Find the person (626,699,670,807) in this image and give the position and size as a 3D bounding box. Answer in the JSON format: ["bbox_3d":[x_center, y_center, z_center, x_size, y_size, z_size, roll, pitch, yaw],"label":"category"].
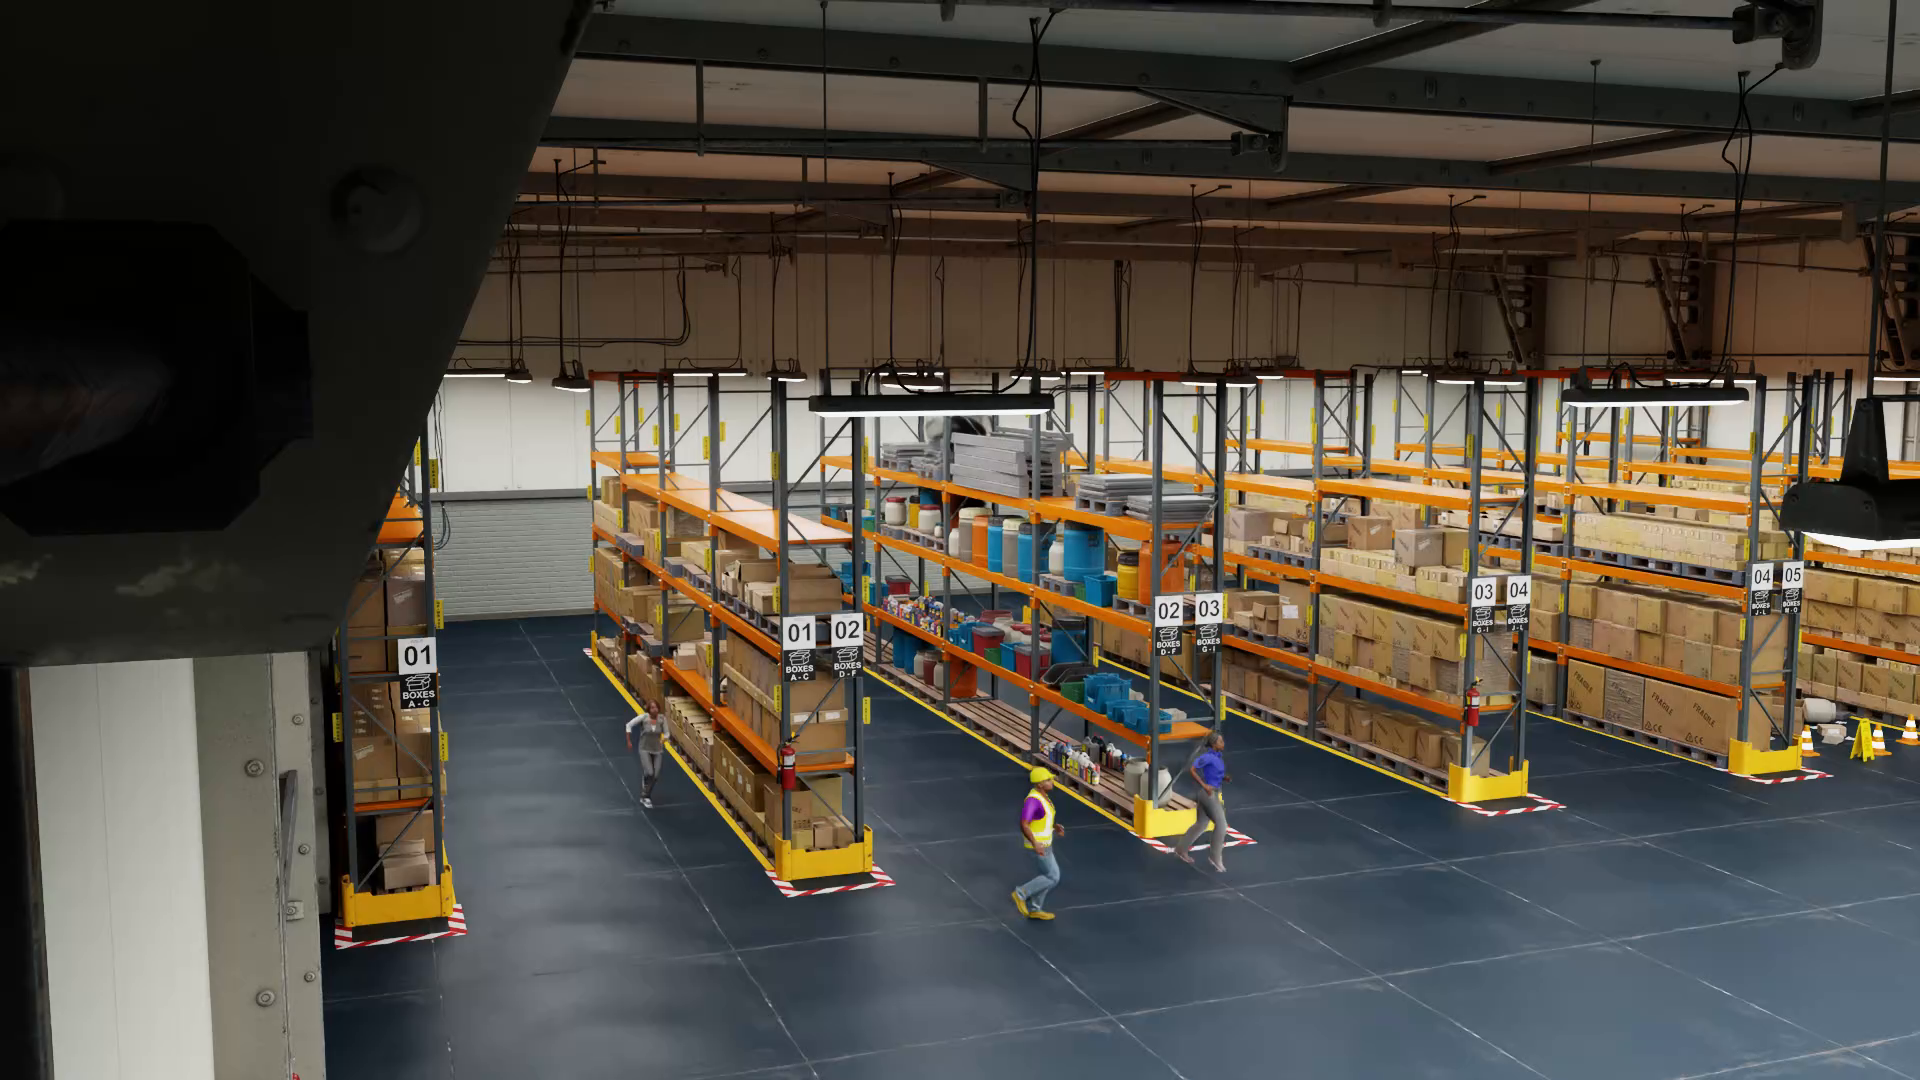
[{"bbox_3d":[-4.313,3.029,23.173,0.571,1.455,0.611,-3,7,-24],"label":"person"}]

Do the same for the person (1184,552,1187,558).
[{"bbox_3d":[5.180,1.105,39.378,0.664,1.628,0.873,1,7,13],"label":"person"}]

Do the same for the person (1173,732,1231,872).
[{"bbox_3d":[3.023,3.280,20.685,0.696,1.626,0.581,2,7,15],"label":"person"}]

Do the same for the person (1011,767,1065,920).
[{"bbox_3d":[0.880,3.397,18.655,0.578,1.733,0.715,1,6,8],"label":"person"}]
